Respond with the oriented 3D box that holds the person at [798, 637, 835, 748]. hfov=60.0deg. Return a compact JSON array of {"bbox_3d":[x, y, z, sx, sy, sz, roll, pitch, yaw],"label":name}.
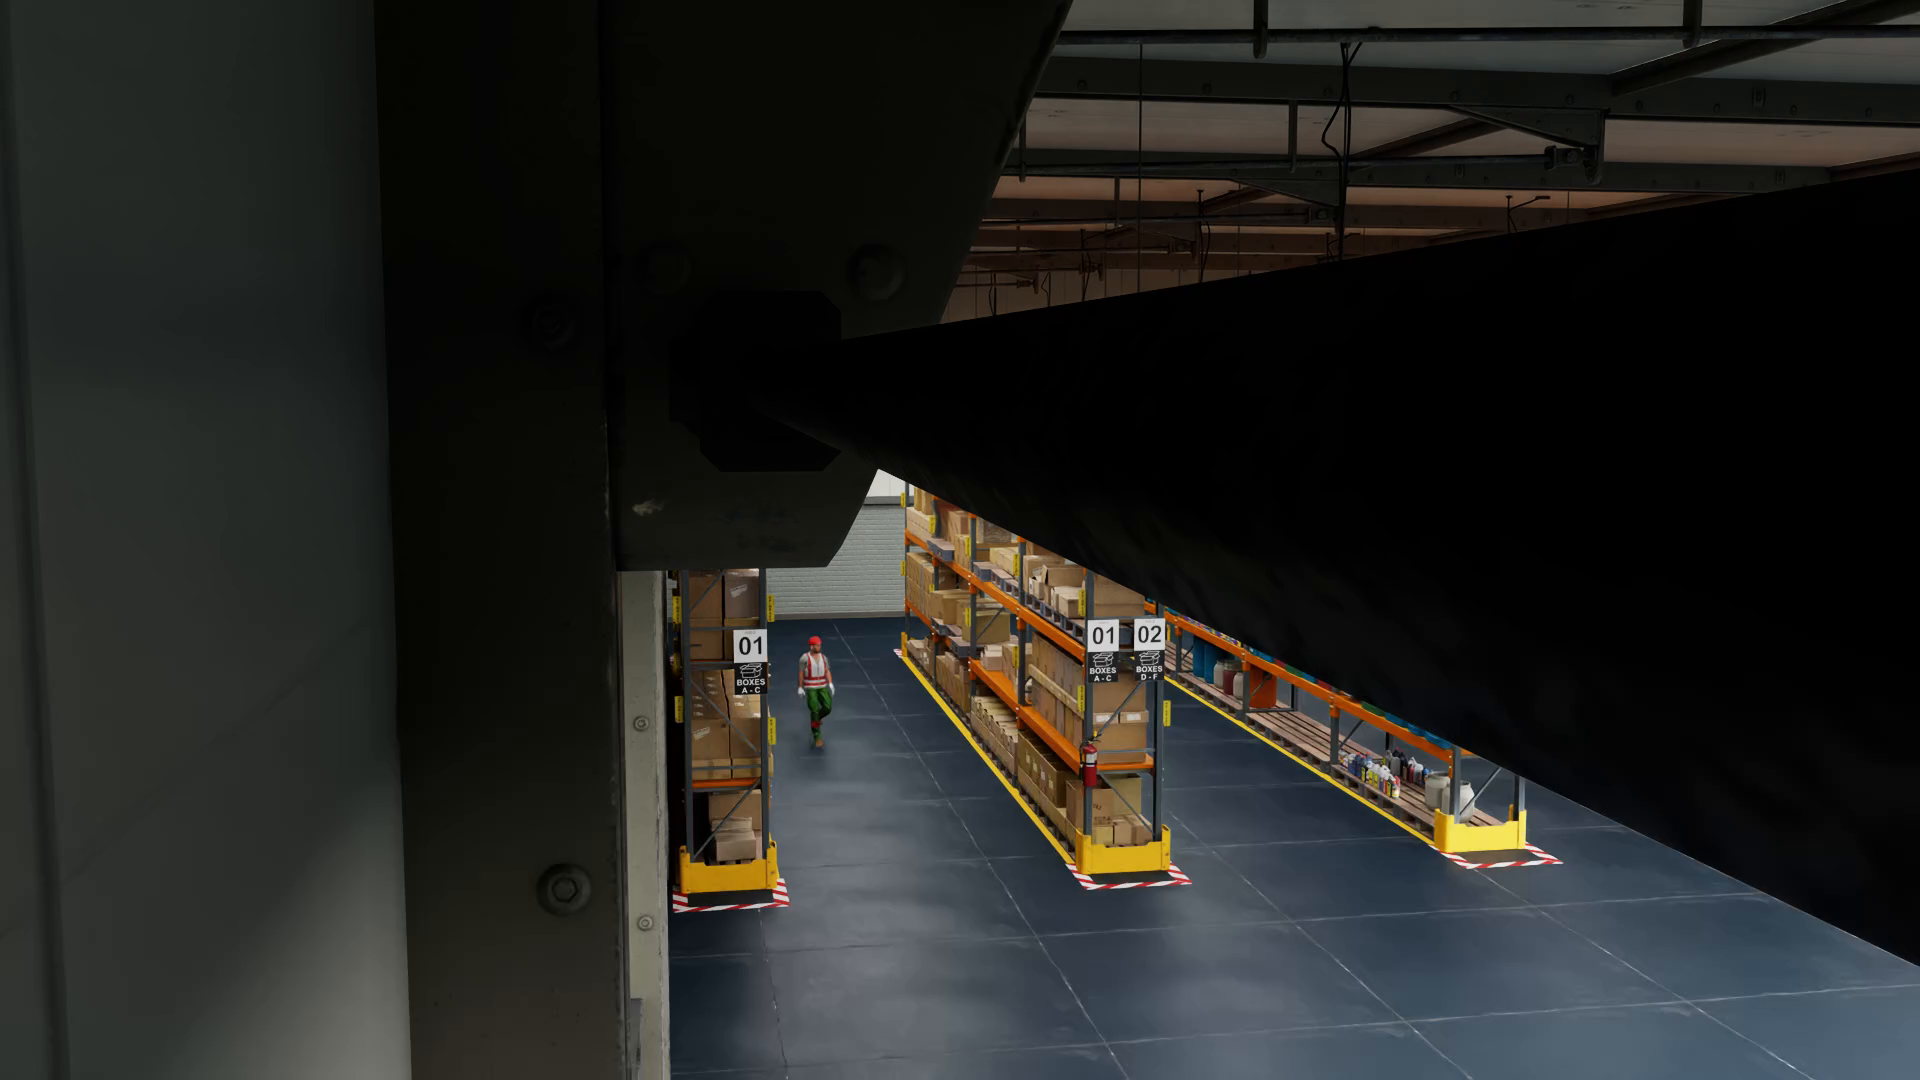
[{"bbox_3d":[-2.378,2.555,28.064,0.569,1.810,0.693,-4,7,-33],"label":"person"}]
